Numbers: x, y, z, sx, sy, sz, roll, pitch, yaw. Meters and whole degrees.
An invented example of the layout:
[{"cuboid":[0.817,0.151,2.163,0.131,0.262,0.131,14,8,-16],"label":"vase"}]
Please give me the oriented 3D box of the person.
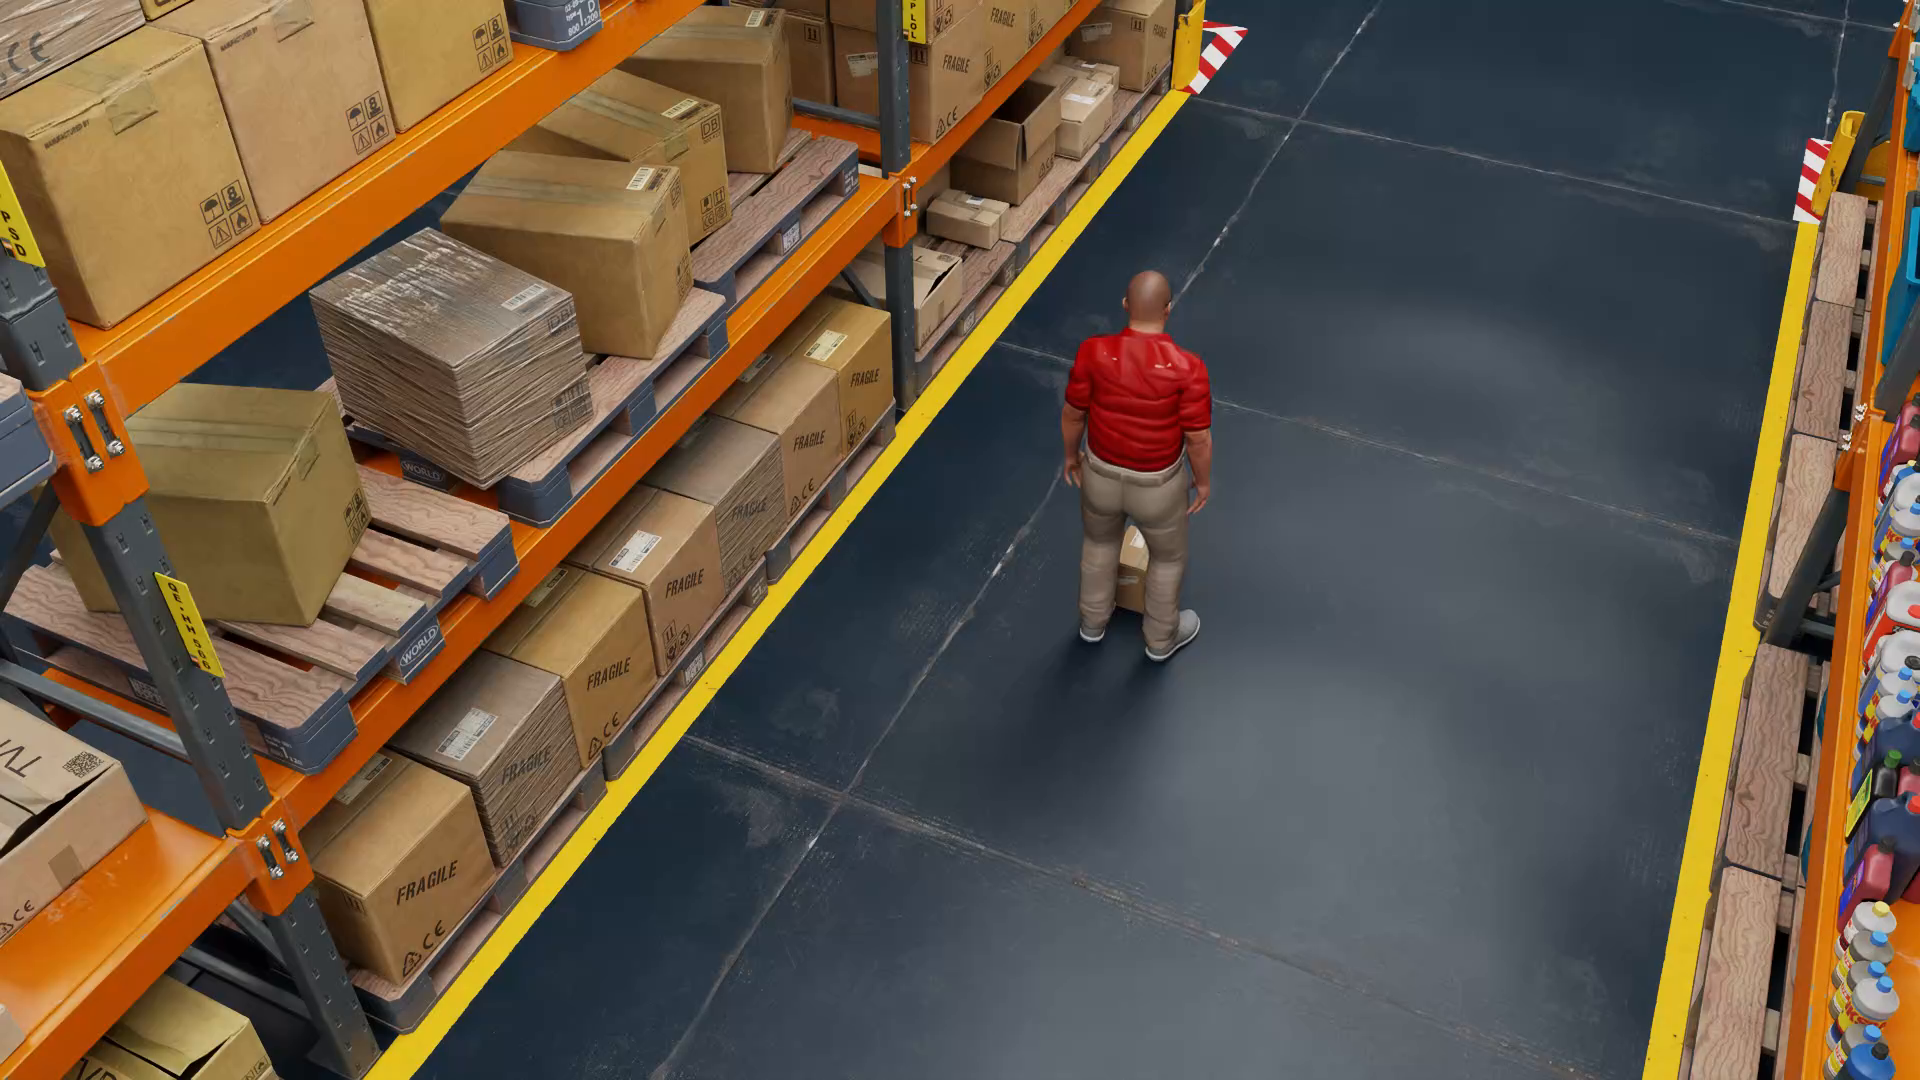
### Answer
[{"cuboid":[0.688,-0.261,6.462,0.605,1.726,0.394,15,44,16],"label":"person"}]
